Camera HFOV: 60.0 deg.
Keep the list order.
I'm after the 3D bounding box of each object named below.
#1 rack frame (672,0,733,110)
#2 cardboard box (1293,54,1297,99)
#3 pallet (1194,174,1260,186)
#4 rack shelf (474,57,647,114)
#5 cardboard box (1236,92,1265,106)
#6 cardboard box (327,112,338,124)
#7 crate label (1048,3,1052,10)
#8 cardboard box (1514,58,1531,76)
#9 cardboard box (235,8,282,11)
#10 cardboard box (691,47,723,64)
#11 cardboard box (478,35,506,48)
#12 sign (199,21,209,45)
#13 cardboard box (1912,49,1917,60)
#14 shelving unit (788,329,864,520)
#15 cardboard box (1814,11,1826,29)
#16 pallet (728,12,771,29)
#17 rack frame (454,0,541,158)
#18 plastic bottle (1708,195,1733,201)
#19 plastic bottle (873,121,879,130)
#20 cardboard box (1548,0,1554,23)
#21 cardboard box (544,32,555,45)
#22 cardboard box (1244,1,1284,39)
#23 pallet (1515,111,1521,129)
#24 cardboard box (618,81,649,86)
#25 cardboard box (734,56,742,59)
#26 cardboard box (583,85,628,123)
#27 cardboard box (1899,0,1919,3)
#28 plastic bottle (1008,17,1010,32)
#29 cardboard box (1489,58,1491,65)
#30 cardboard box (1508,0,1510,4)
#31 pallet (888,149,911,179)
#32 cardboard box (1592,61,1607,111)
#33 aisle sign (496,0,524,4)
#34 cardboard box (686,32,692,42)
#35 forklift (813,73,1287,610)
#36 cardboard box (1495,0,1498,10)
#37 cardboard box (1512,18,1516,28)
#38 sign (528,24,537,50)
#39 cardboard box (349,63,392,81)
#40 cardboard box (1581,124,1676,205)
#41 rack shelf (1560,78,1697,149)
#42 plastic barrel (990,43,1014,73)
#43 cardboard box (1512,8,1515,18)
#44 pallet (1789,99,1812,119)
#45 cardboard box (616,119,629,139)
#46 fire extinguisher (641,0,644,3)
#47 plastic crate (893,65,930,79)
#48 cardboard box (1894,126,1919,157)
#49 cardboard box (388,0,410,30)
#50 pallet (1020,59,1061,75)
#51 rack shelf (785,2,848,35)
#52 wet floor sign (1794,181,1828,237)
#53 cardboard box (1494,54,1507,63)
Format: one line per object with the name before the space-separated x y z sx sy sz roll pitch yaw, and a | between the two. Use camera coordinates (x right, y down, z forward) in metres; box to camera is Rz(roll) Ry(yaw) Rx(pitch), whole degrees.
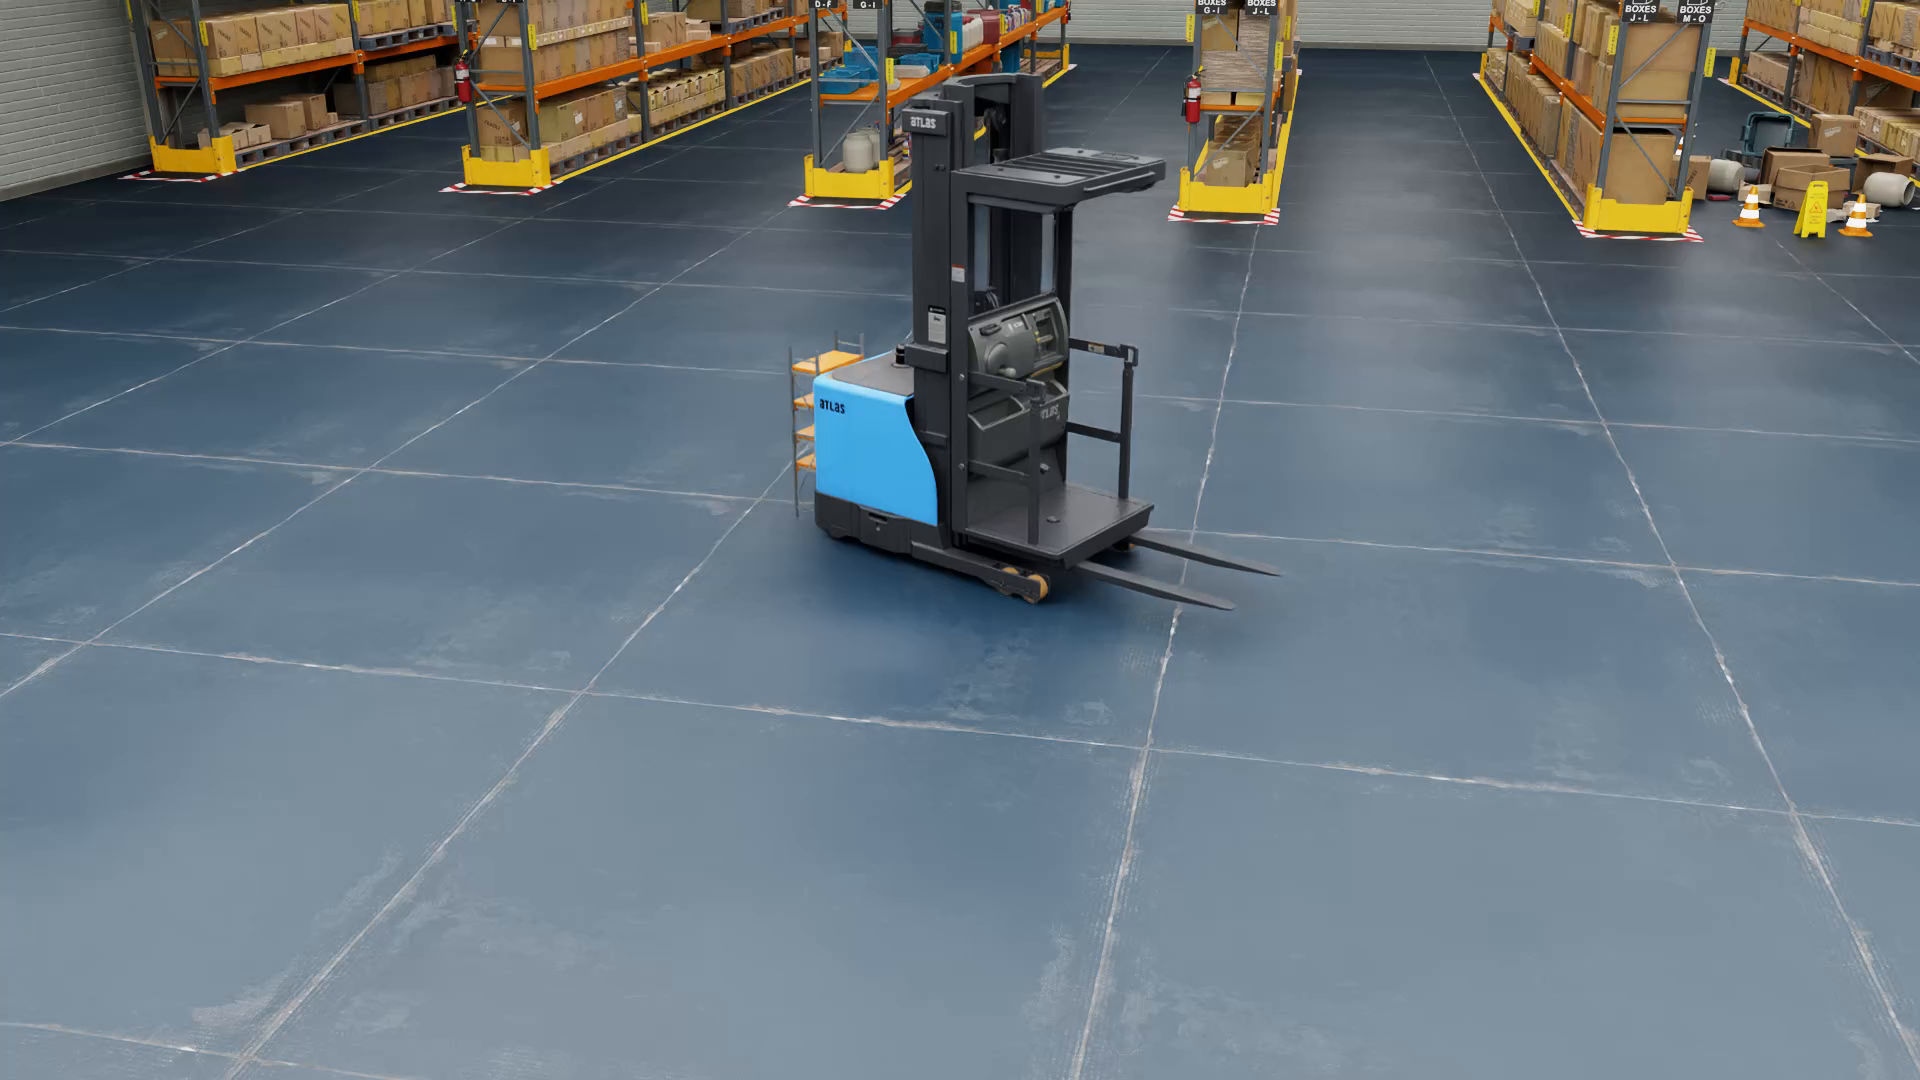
rack frame | -4.666 -9.300 29.930 1.000 3.000 0.127 4 22 11
cardboard box | 5.381 -8.329 29.801 1.225 0.875 0.875 5 22 11
pallet | 3.614 -4.647 22.108 1.003 0.211 1.213 4 22 11
rack shelf | -5.891 -6.772 24.616 1.077 0.370 4.000 4 22 11
cardboard box | 3.690 -5.587 21.048 0.380 0.149 0.250 4 22 11
cardboard box | -10.413 -6.905 27.188 0.380 0.166 0.250 2 22 4
crate label | 1.719 -11.232 34.999 0.396 0.136 0.243 4 22 11
cardboard box | 10.058 -8.343 29.335 0.500 0.250 0.500 5 23 13
cardboard box | -10.850 -7.974 25.809 0.500 0.500 0.500 5 22 12
cardboard box | -4.698 -9.073 31.121 0.500 0.250 0.500 5 23 13
cardboard box | -6.407 -6.876 22.909 0.380 0.149 0.250 4 22 10
sign | -10.618 -7.111 23.336 0.100 0.325 0.005 4 22 11
cardboard box | 13.973 -6.985 23.956 0.380 0.149 0.250 4 22 11
shelving unit | -0.876 -0.756 11.125 0.258 1.200 0.503 14 26 31
cardboard box | 14.975 -8.899 28.465 0.500 0.250 0.500 5 22 12
pallet | -4.274 -9.923 31.733 1.003 0.211 1.213 4 22 11
rack frame | -6.299 -6.374 22.666 1.000 3.000 0.127 4 22 11
plastic bottle | 10.075 -4.536 22.034 0.283 0.061 0.133 -3 22 -8
plastic bottle | -1.244 -6.101 24.944 0.144 0.351 0.185 4 22 9
cardboard box | 9.764 -8.475 26.410 0.700 0.500 0.500 4 22 11
cardboard box | -5.905 -7.037 23.308 0.380 0.149 0.250 5 22 11
cardboard box | 3.987 -6.812 21.881 0.500 0.500 0.500 4 22 11
pallet | 10.027 -7.121 28.252 1.003 0.211 1.213 4 22 11
cardboard box | -5.477 -7.560 27.977 0.500 0.311 0.500 4 22 11
cardboard box | -4.499 -9.086 32.157 0.500 0.500 0.500 4 22 9
cardboard box | -5.477 -6.736 25.679 0.500 0.500 0.500 4 22 11
cardboard box | 15.072 -8.460 26.372 0.500 0.500 0.500 4 22 9
plastic bottle | 0.873 -9.458 30.494 0.097 0.271 0.097 0 22 0
cardboard box | 11.029 -9.797 34.019 0.380 0.149 0.250 4 22 11
cardboard box | 10.100 -9.734 29.986 0.380 0.149 0.250 5 22 12
pallet | -1.059 -5.475 24.165 1.003 0.211 1.213 4 22 11
cardboard box | 8.355 -5.614 20.578 0.875 0.550 0.550 4 22 11
aisle sign | -6.012 -7.533 22.063 0.394 0.787 0.004 4 22 11
cardboard box | -4.872 -8.713 28.809 0.380 0.149 0.250 6 23 15
forklift | 0.523 -1.208 9.930 3.031 2.935 1.130 16 27 35
cardboard box | 11.052 -10.898 33.366 0.500 0.500 0.500 5 22 11
cardboard box | 9.835 -8.991 28.937 0.380 0.149 0.250 3 22 8
sign | -5.757 -6.768 22.379 0.100 0.325 0.005 4 22 11
cardboard box | -10.113 -8.038 28.549 0.500 0.250 0.500 4 22 10
cardboard box | 8.307 -4.665 20.704 0.875 0.875 0.875 5 22 11
rack shelf | 8.641 -5.601 21.707 1.077 0.370 4.000 4 22 11
plastic barrel | 0.726 -9.149 31.802 0.600 0.901 0.708 4 22 11
cardboard box | 9.888 -9.218 29.104 0.380 0.149 0.250 4 22 10
pallet | 15.465 -7.670 29.615 1.003 0.211 1.213 4 22 11
cardboard box | -5.475 -6.388 25.819 0.500 0.250 0.500 4 22 11
fire extinguisher | -7.402 -12.413 38.263 0.296 0.674 0.183 4 22 11
plastic crate | -0.718 -6.723 23.884 0.530 0.136 0.437 4 22 11
cardboard box | 14.164 -5.756 24.087 0.950 0.372 0.625 6 23 14
cardboard box | -9.971 -9.095 28.697 0.700 0.500 0.500 8 23 18
pallet | 1.608 -10.255 36.034 1.003 0.211 1.213 4 22 11
rack shelf | -3.442 -11.161 35.513 1.077 0.370 4.000 4 22 11
wet floor sign | 10.166 -3.949 19.796 0.267 0.644 0.232 1 22 2
cardboard box | 10.809 -9.554 33.019 0.380 0.149 0.250 5 22 12
